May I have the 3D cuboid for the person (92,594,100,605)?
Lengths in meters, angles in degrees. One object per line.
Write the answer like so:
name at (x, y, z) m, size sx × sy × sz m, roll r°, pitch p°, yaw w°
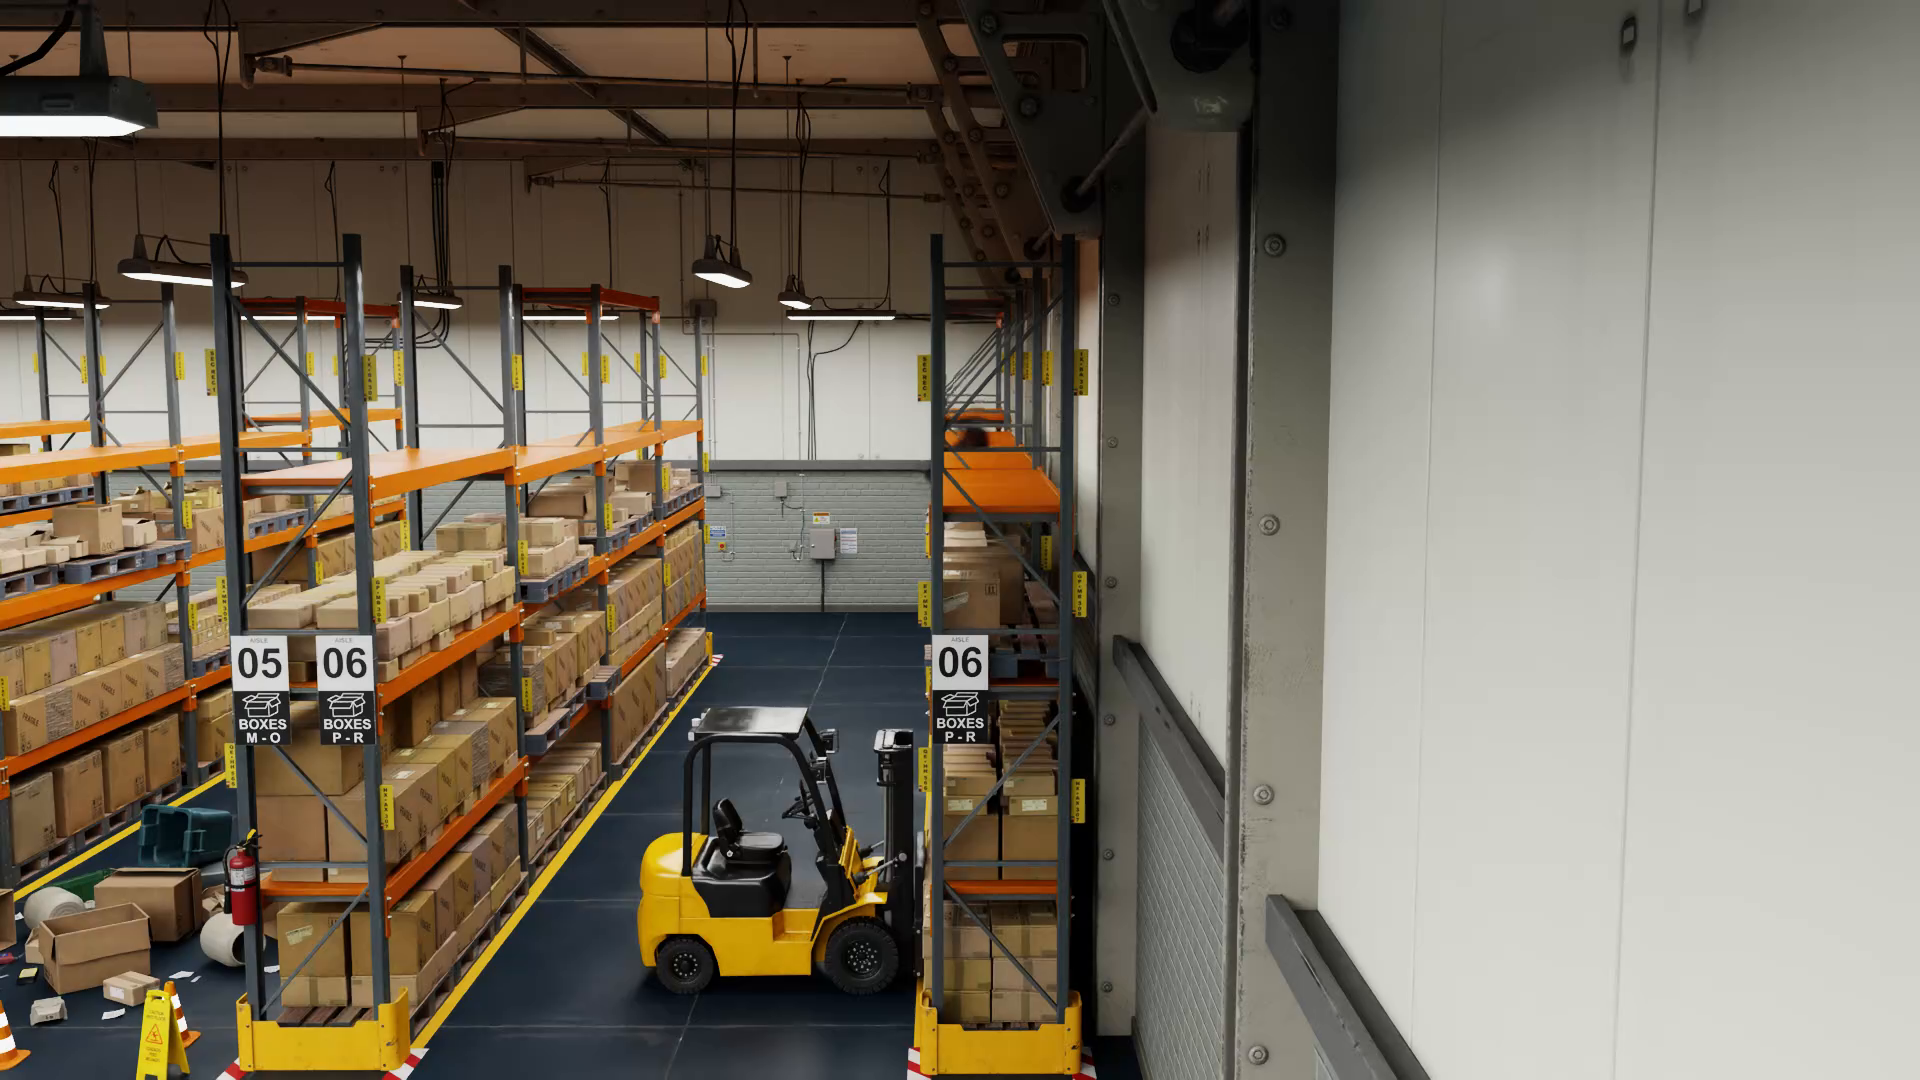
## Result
person at (-12.352, 1.623, 24.013) m, size 0.651 × 1.777 × 0.952 m, roll 0°, pitch 6°, yaw -4°
